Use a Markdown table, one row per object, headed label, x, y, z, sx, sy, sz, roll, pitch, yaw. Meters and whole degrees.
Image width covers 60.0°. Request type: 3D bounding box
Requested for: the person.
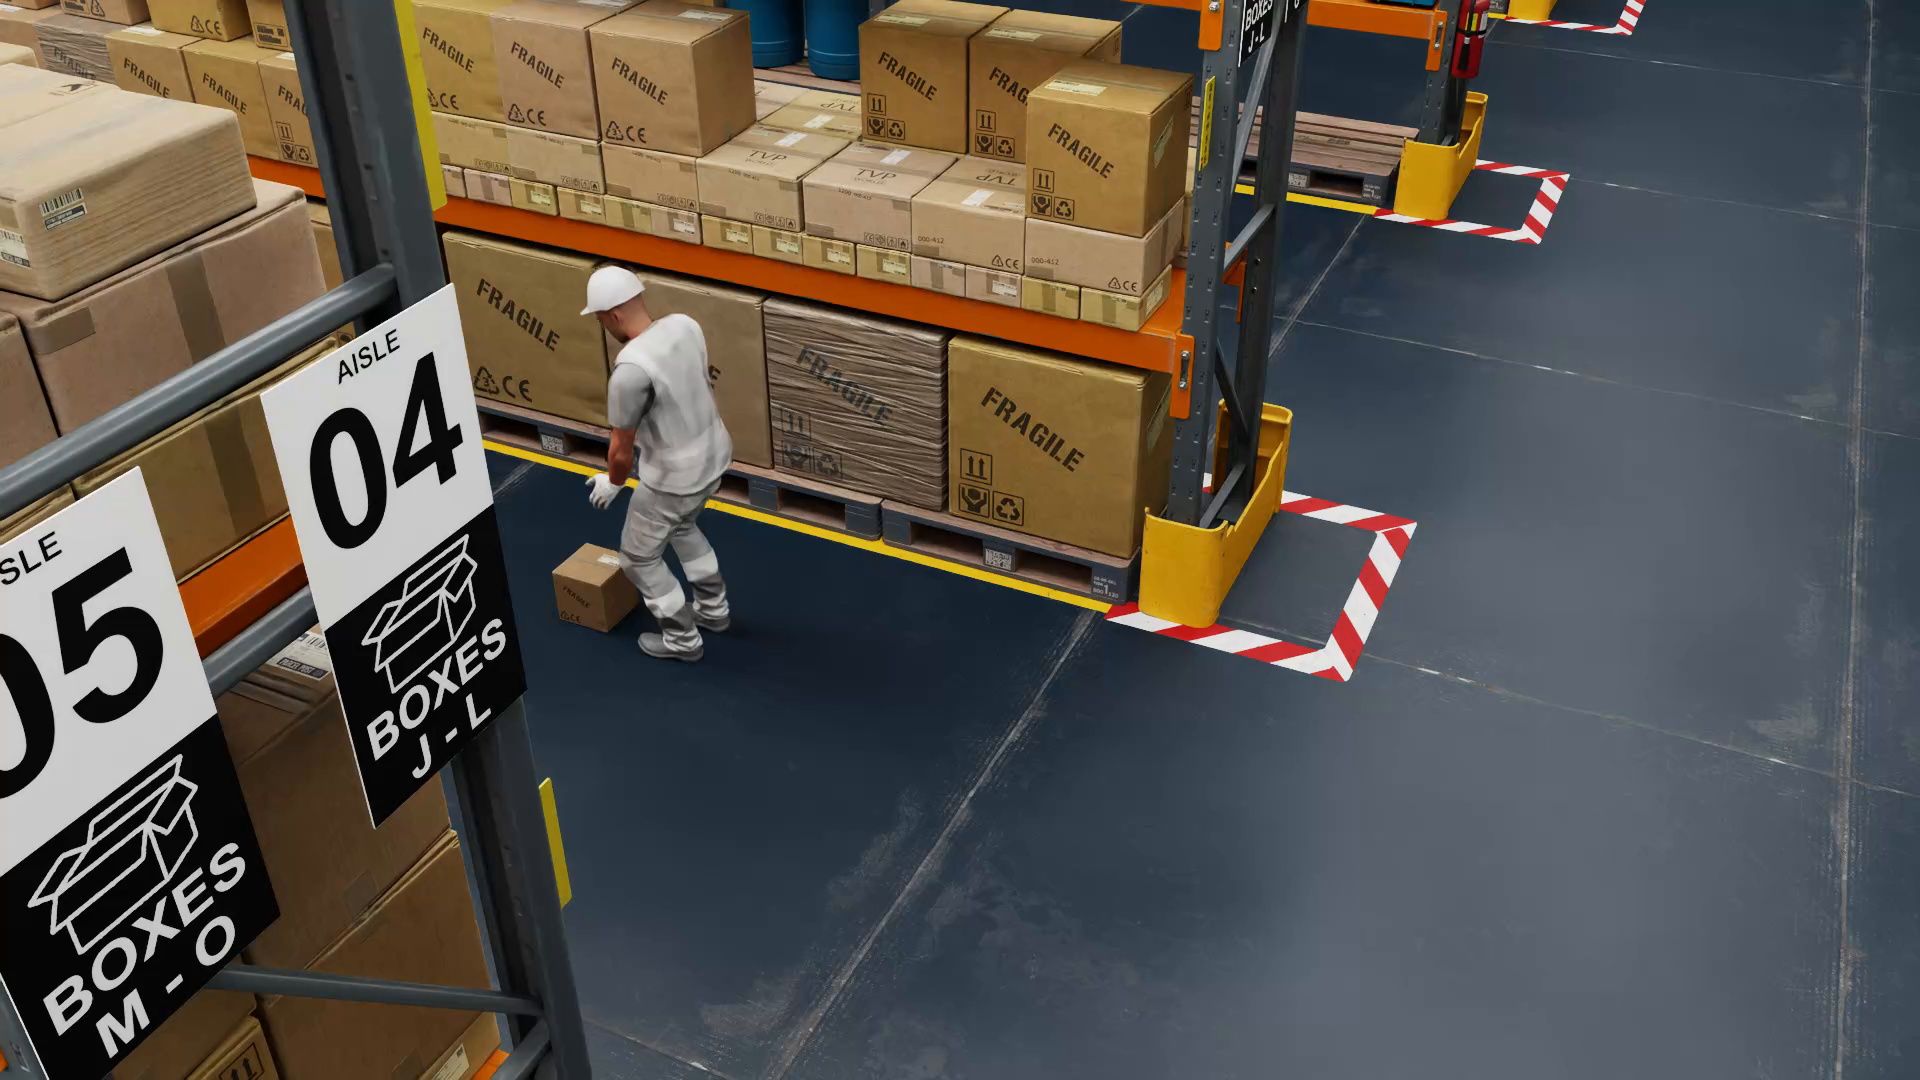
| label | x | y | z | sx | sy | sz | roll | pitch | yaw |
| --- | --- | --- | --- | --- | --- | --- | --- | --- | --- |
| person | -1.194 | -0.279 | 6.627 | 0.516 | 1.699 | 0.554 | 15 | 36 | 22 |
